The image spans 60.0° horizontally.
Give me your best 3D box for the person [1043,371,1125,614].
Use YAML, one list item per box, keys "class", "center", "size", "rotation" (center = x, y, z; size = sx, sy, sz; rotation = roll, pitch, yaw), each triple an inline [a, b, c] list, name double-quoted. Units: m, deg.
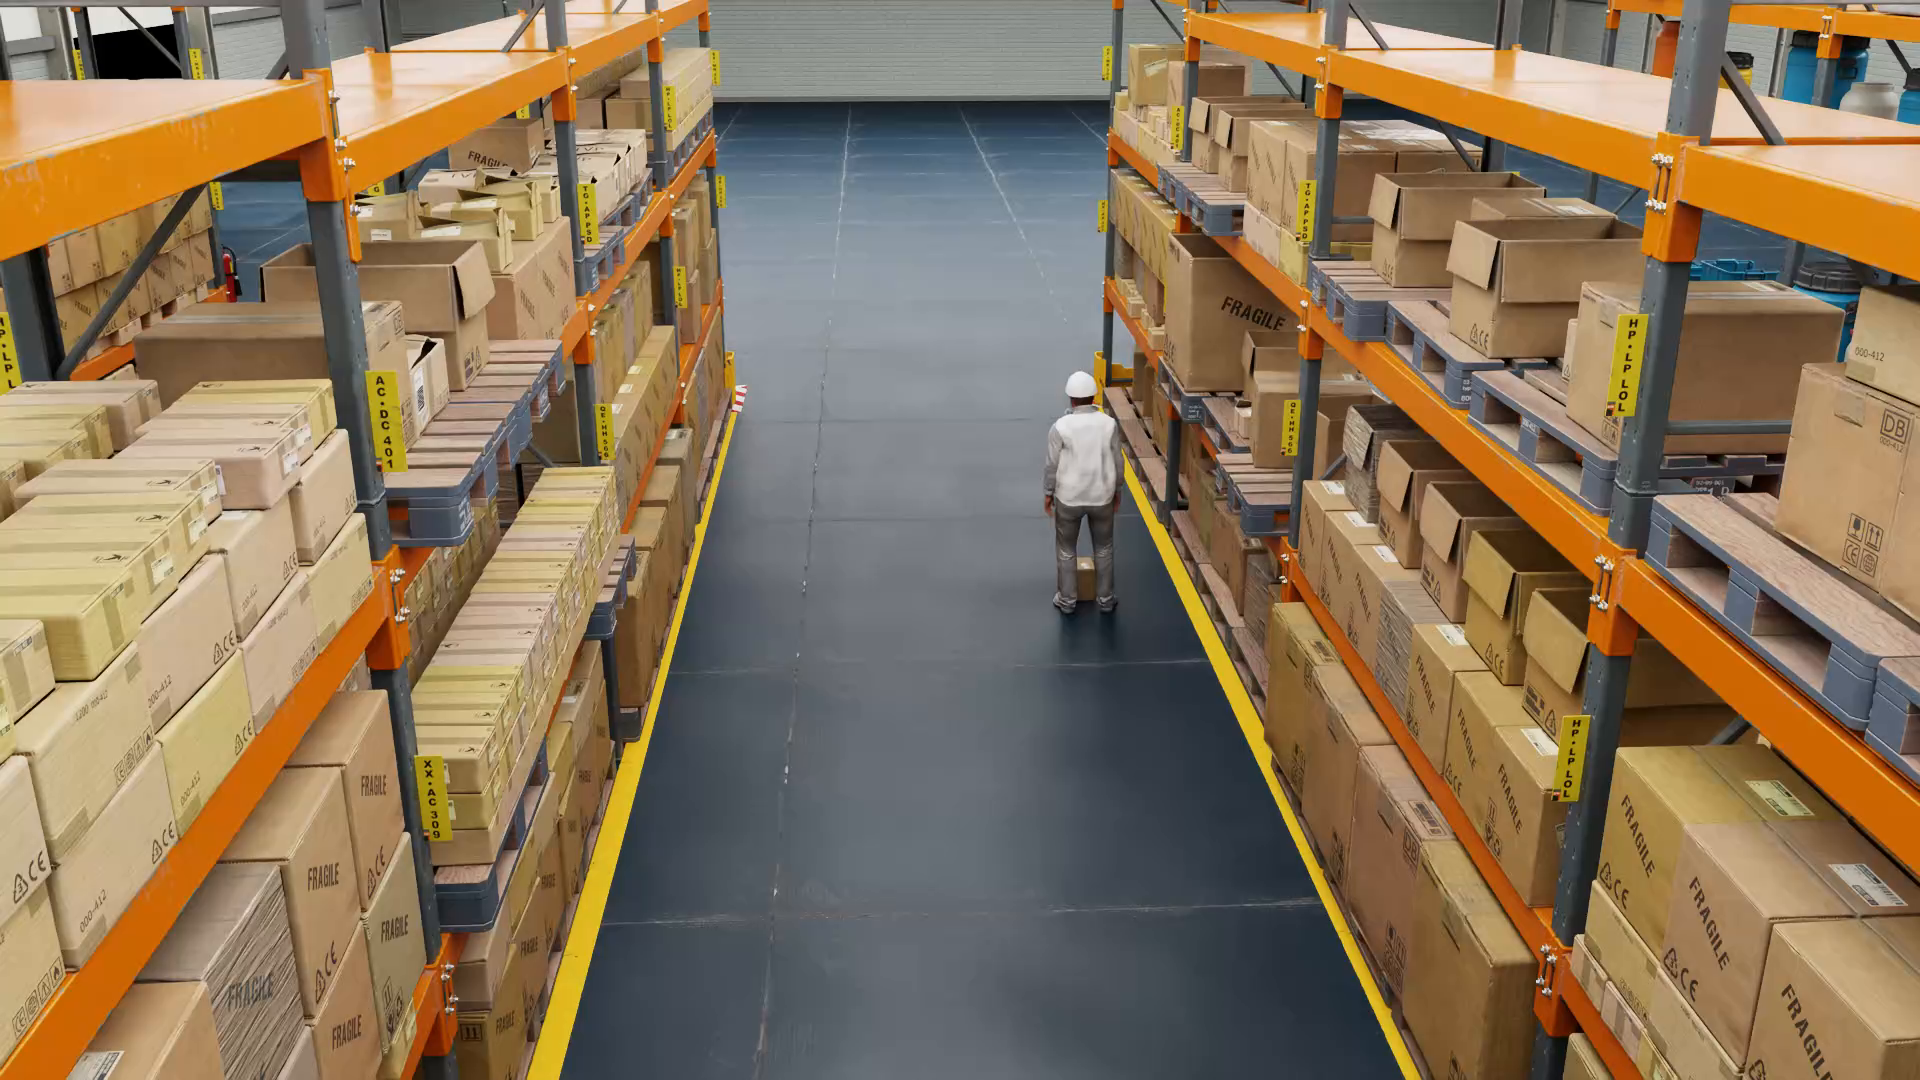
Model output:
- class: "person"
  center: [0.887, -0.330, 11.935]
  size: [0.592, 1.770, 0.465]
  rotation: [-2, 20, -6]
